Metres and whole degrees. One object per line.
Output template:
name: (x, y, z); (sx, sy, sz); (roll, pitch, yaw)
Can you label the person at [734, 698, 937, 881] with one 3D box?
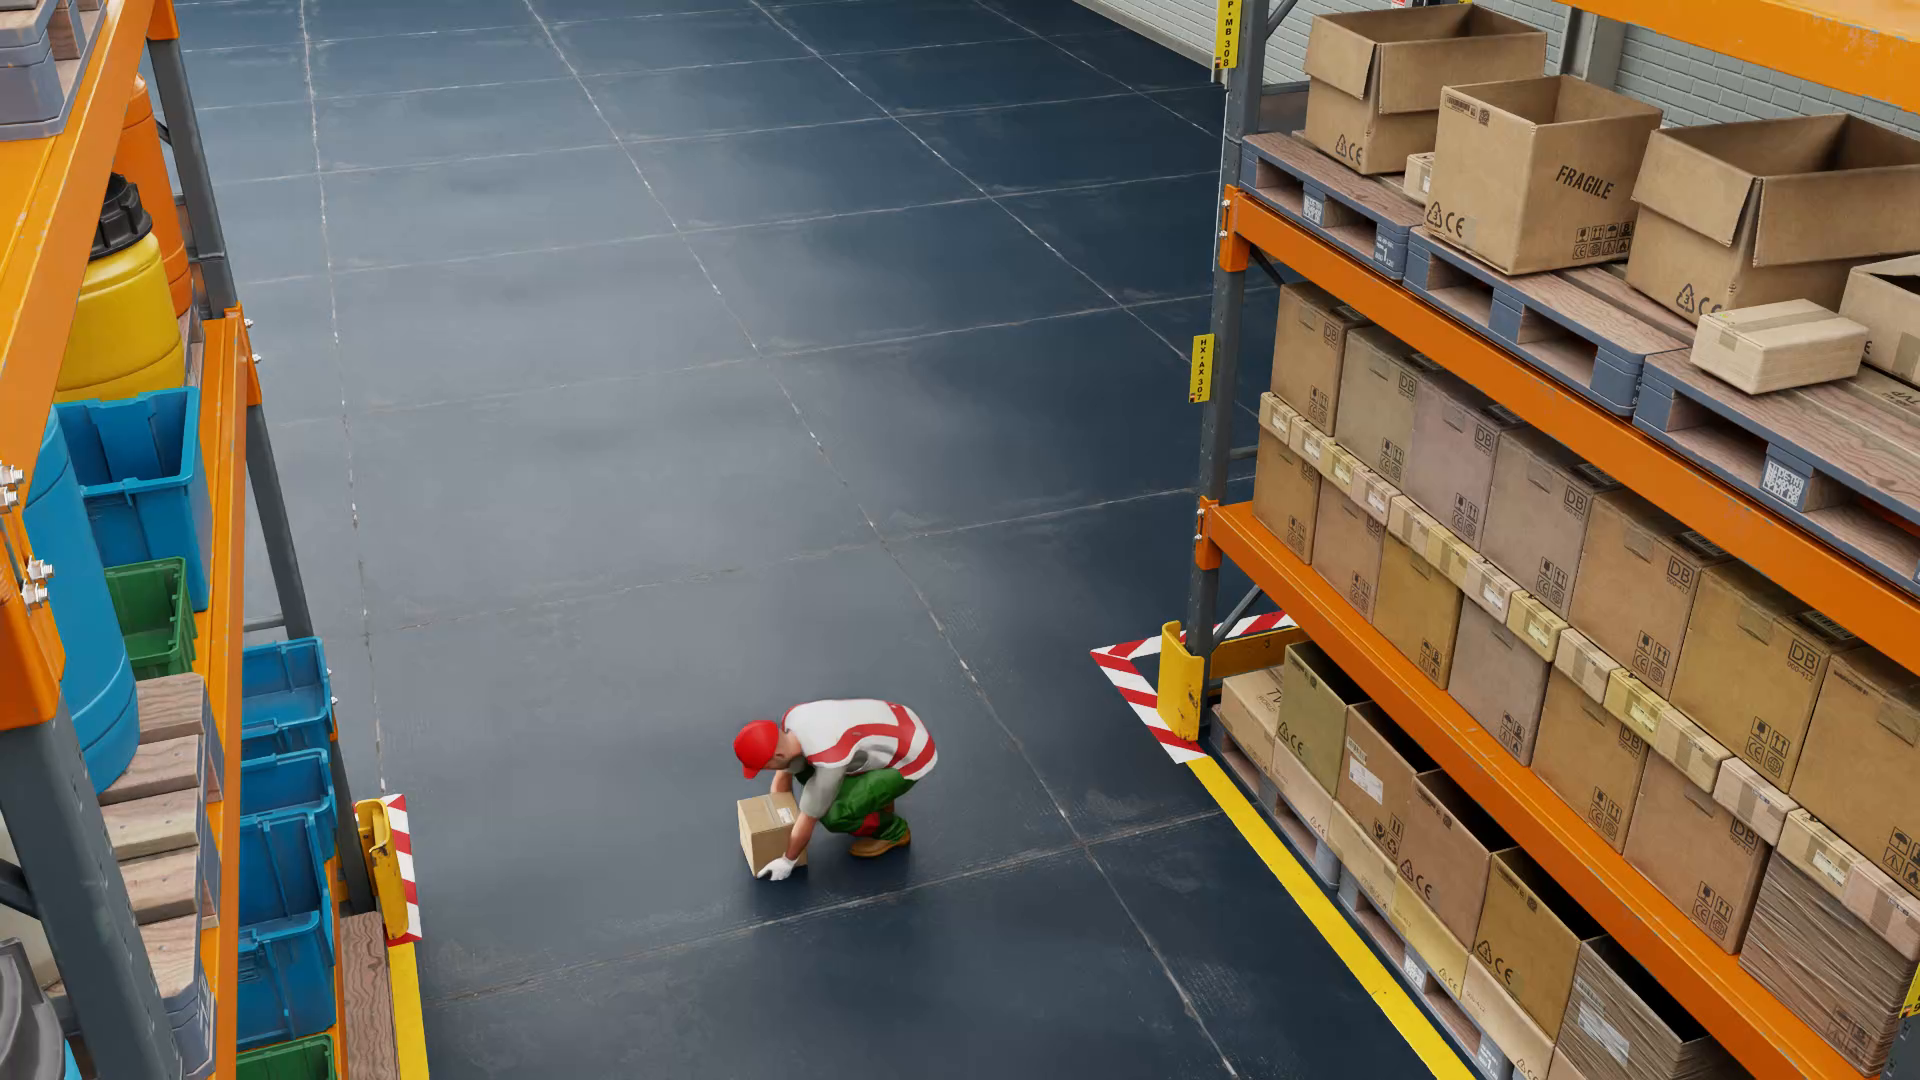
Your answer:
person: (-0.559, 1.088, 7.524); (0.923, 0.878, 0.544); (-11, 31, -18)
